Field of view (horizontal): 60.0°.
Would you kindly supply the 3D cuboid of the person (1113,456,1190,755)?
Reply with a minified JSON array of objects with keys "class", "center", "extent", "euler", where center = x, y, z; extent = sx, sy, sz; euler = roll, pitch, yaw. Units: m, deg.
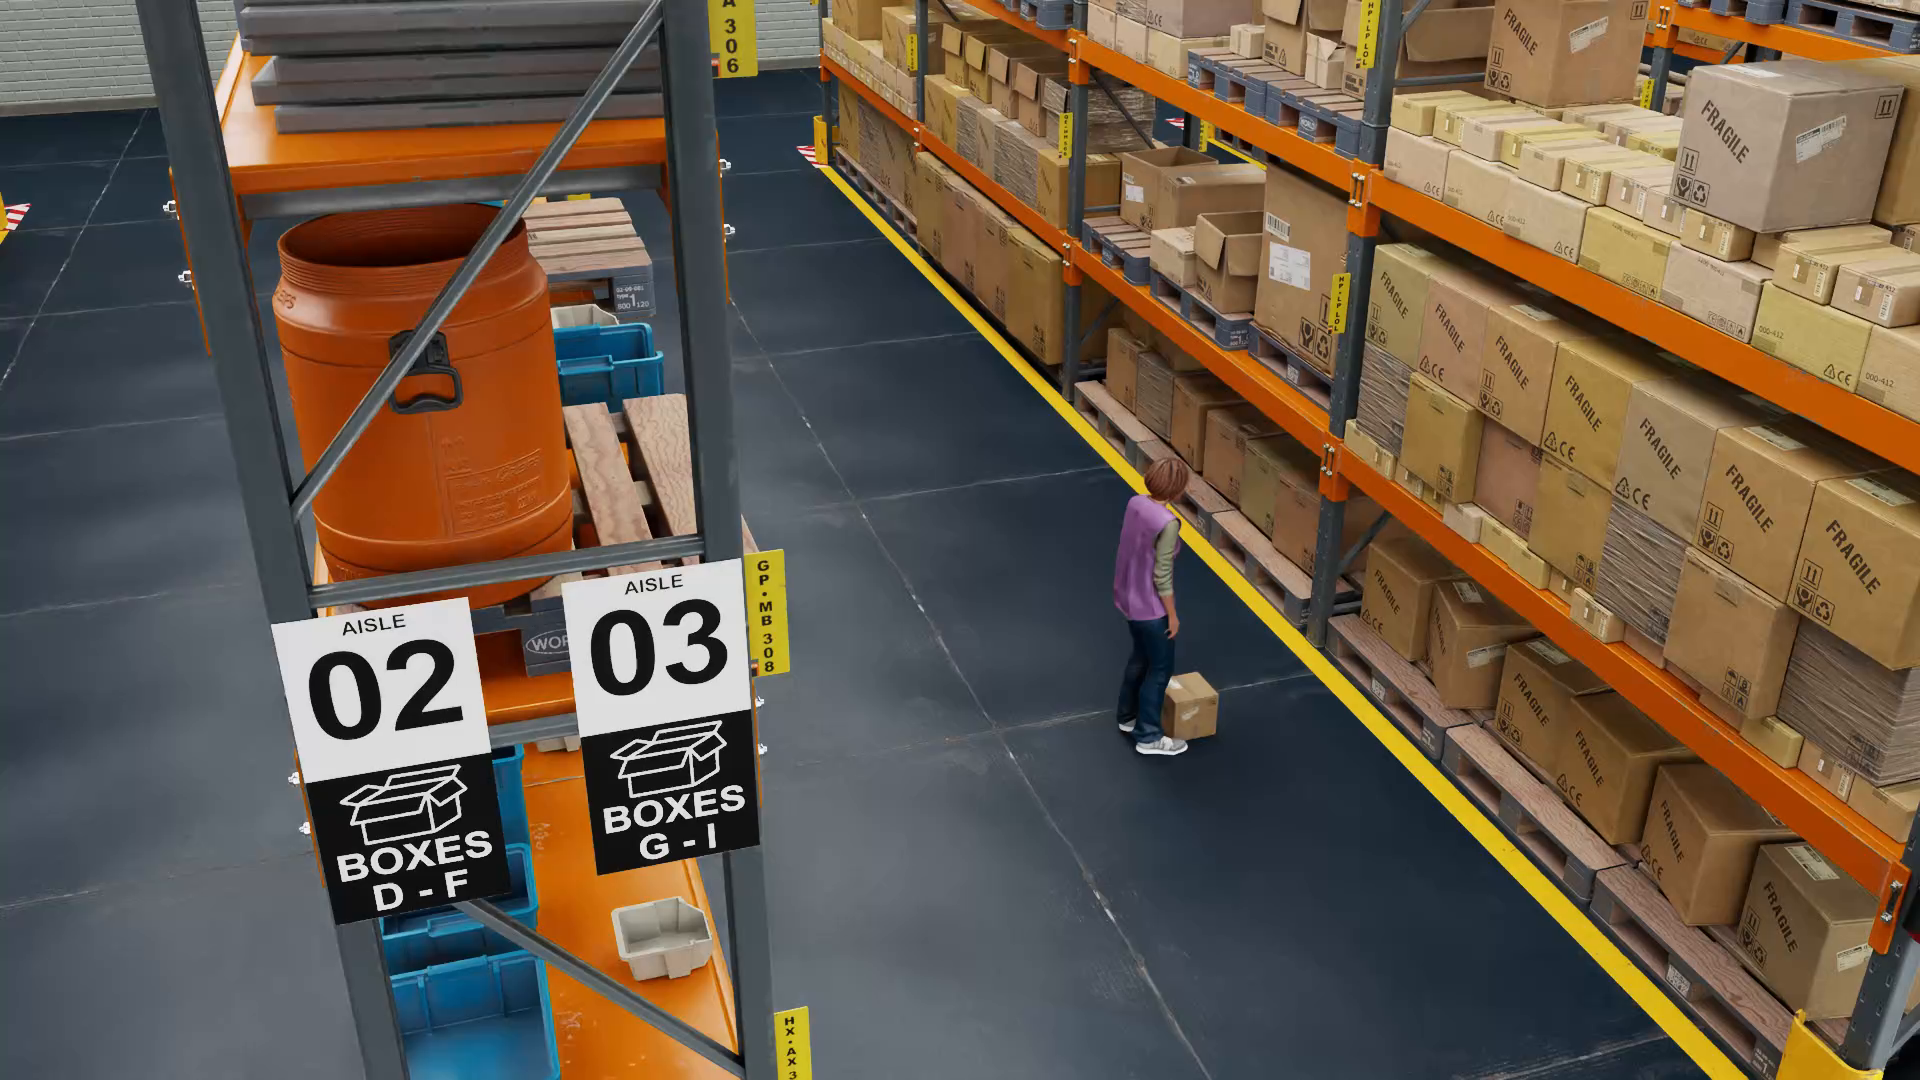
[{"class":"person","center":[0.969,0.330,8.475],"extent":[0.347,1.590,0.468],"euler":[-9,28,-18]}]
